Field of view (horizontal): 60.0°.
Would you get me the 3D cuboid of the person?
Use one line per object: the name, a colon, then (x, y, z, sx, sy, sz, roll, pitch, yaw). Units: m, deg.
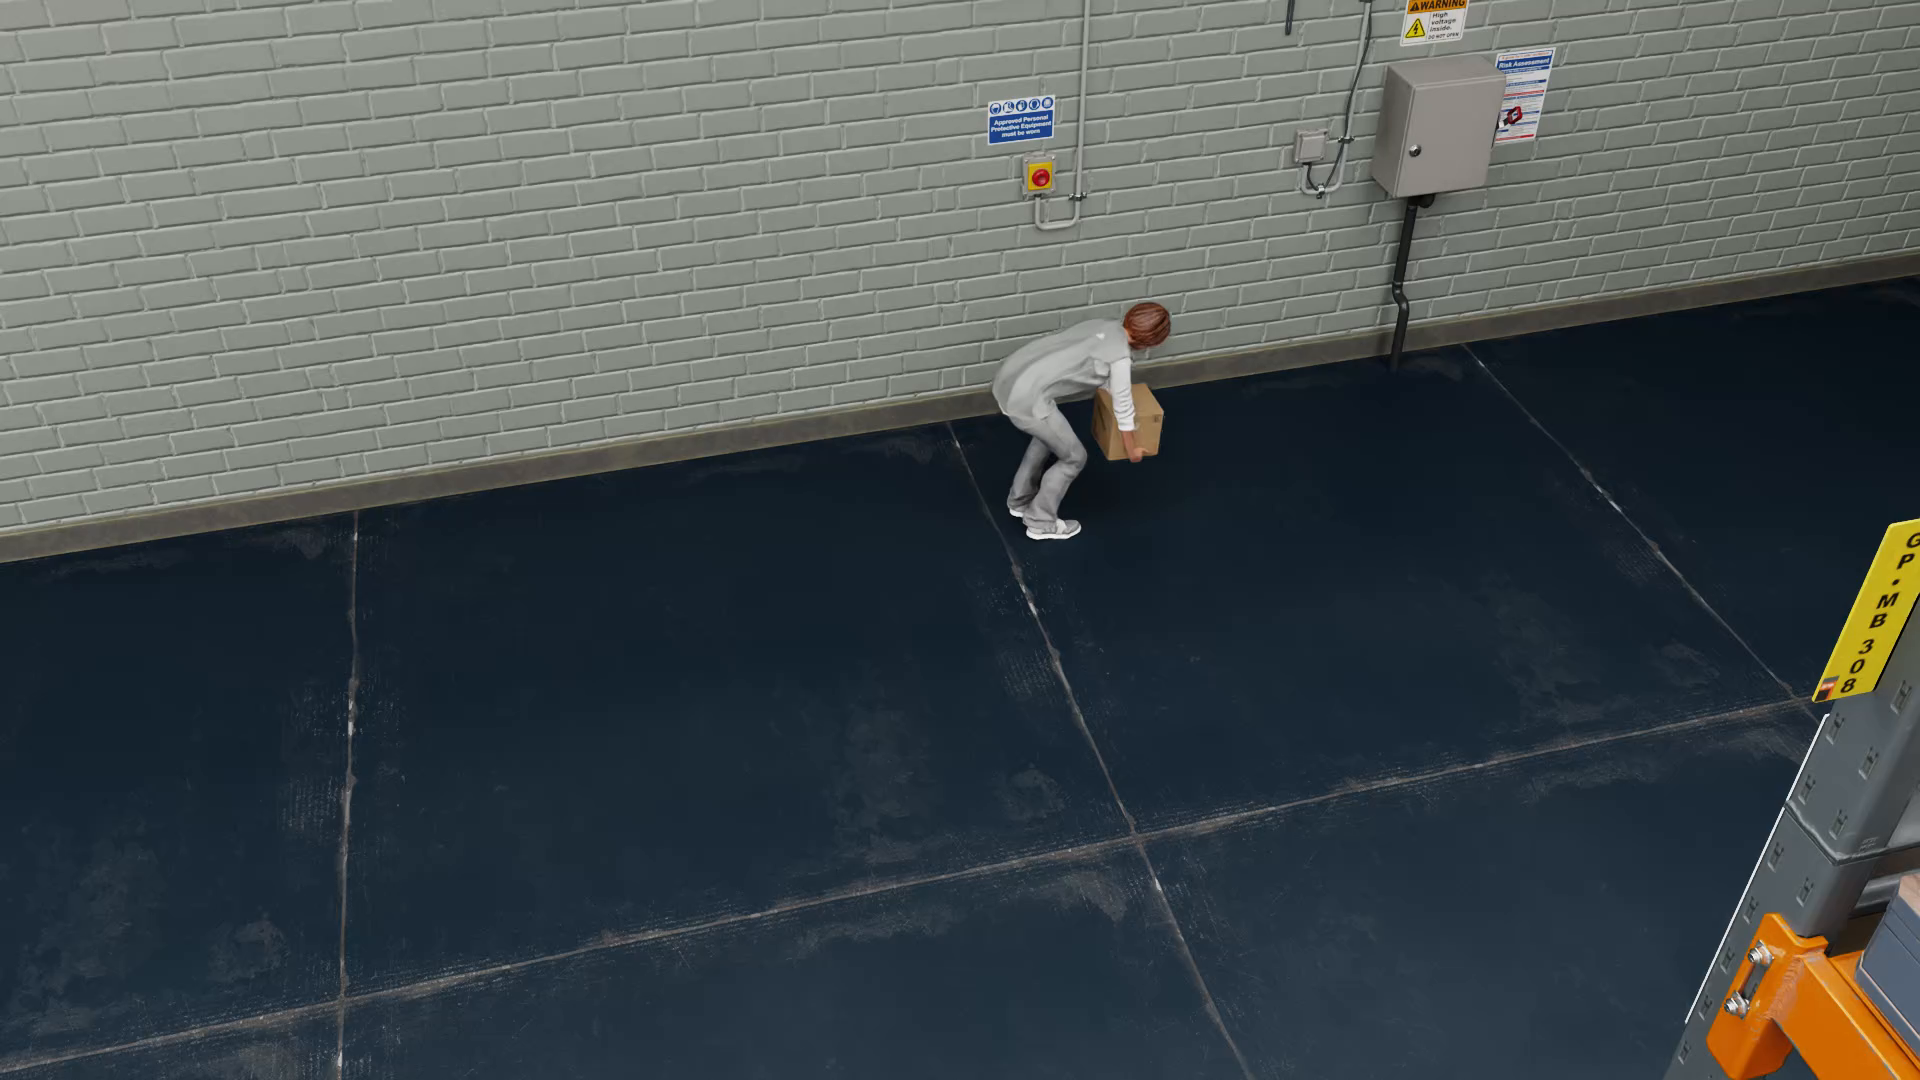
person: (0.559, -0.554, 7.781, 0.836, 1.138, 0.395, -11, 40, -13)
